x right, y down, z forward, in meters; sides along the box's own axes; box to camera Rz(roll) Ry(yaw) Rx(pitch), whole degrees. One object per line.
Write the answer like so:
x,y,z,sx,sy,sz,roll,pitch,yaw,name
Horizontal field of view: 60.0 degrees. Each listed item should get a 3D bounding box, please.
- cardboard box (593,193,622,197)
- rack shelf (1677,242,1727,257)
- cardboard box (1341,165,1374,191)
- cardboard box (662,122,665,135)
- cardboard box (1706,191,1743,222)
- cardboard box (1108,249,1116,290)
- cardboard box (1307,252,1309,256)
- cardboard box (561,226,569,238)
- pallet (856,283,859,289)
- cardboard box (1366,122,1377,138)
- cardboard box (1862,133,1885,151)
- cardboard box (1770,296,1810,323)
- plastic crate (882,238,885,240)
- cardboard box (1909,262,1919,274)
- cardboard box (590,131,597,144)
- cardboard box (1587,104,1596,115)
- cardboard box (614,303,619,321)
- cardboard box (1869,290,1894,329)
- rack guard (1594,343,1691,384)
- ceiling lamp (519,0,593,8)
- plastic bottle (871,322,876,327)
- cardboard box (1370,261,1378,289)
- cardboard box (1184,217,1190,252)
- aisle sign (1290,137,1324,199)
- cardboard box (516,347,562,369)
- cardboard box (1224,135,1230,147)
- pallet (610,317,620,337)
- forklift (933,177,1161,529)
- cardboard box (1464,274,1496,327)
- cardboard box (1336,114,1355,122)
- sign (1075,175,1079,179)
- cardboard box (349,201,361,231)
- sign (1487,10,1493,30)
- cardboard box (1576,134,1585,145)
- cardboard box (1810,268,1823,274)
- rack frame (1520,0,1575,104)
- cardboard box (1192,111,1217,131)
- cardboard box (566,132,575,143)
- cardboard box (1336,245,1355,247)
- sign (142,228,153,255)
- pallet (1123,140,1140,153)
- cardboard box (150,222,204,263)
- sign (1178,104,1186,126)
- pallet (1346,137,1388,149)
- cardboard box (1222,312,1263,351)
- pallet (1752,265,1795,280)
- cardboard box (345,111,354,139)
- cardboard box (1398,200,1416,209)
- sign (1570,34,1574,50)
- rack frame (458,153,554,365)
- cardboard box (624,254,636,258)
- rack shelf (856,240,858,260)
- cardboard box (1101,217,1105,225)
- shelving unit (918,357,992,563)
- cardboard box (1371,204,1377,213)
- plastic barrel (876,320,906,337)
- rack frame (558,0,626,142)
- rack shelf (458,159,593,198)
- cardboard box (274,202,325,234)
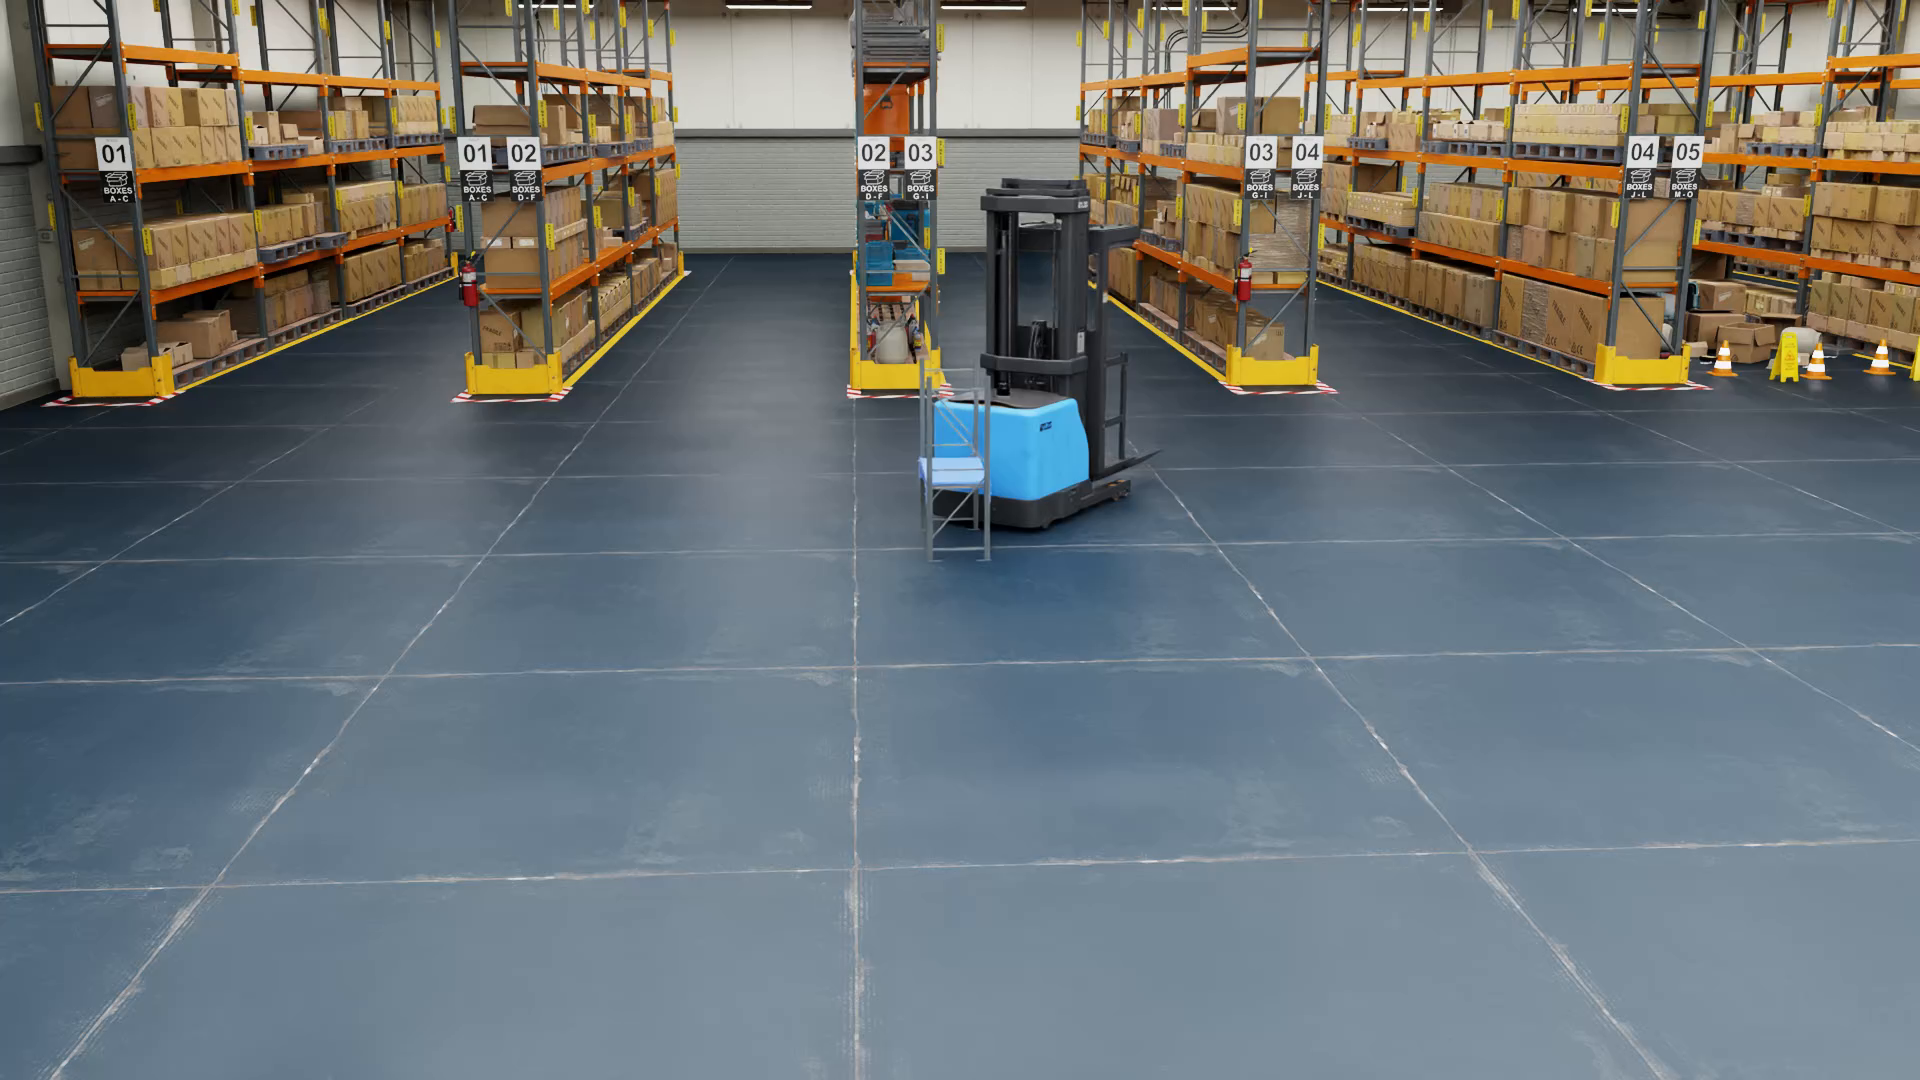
-6.571,-6.318,31.520,0.700,0.500,0.500,1,14,5,cardboard box
13.420,-5.817,32.059,1.077,0.370,4.000,-1,14,-3,rack shelf
8.063,-7.351,33.772,0.500,0.500,0.500,-1,14,-5,cardboard box
-6.348,-8.478,34.235,0.500,0.250,0.500,-1,14,-3,cardboard box
13.380,-5.819,28.982,0.500,0.500,0.500,0,14,-1,cardboard box
3.521,-5.303,32.040,1.225,0.875,0.875,-1,14,-5,cardboard box
7.851,-6.320,36.850,0.380,0.149,0.250,-1,14,-4,cardboard box
-5.660,-4.285,23.157,0.380,0.149,0.250,0,14,-2,cardboard box
-1.532,-4.891,32.610,1.003,0.211,1.213,-1,14,-3,pallet
8.207,-7.952,32.230,0.500,0.311,0.500,-1,14,-4,cardboard box
13.605,-5.831,24.353,0.500,0.250,0.500,-1,14,-3,cardboard box
13.757,-3.735,26.952,0.950,0.372,0.625,-1,14,-3,cardboard box
-1.432,-4.770,26.971,0.450,0.188,0.662,-1,14,-3,plastic crate
13.636,-3.836,23.418,0.380,0.149,0.250,-1,14,-2,cardboard box
-6.044,-6.428,26.429,0.500,0.250,0.500,-2,15,-8,cardboard box
8.698,-5.815,22.447,0.380,0.149,0.250,-1,14,-2,cardboard box
-5.860,-3.727,27.166,0.500,0.250,0.500,-1,14,-2,cardboard box
13.670,-3.364,24.252,0.500,0.500,0.500,-1,14,-5,cardboard box
9.107,-2.360,22.197,1.175,0.500,0.348,-1,14,-3,rack guard
-9.320,-13.714,37.554,2.000,3.185,0.800,-1,14,-3,ceiling lamp
-1.277,-3.094,24.625,0.097,0.271,0.097,0,14,0,plastic bottle
8.223,-5.105,32.020,0.500,0.500,0.500,-1,14,-2,cardboard box
3.867,-4.600,25.087,0.875,0.500,0.500,-1,14,-3,cardboard box
4.452,-4.774,21.343,0.394,0.787,0.004,-1,14,-3,aisle sign
-5.550,-2.382,21.940,0.500,0.250,0.500,-1,14,-3,cardboard box
3.755,-5.358,22.312,0.380,0.149,0.250,-1,14,-3,cardboard box
-6.150,-3.505,27.224,1.003,0.211,1.213,-1,14,-3,pallet
0.949,-1.831,15.262,1.130,2.935,3.031,9,17,30,forklift
8.729,-3.839,26.598,1.050,0.750,0.750,-1,14,-4,cardboard box
7.997,-8.709,34.334,0.380,0.149,0.250,-1,15,-6,cardboard box
2.603,-7.955,37.029,0.100,0.325,0.005,-1,14,-3,sign
-10.976,-5.743,29.490,0.500,0.500,0.500,0,14,-2,cardboard box
9.163,-9.011,28.795,0.100,0.325,0.005,-1,14,-3,sign
8.683,-5.490,22.787,0.380,0.149,0.250,-1,14,-4,cardboard box
17.922,-5.697,35.028,0.380,0.149,0.250,-1,14,-5,cardboard box
13.048,-10.563,37.022,1.000,3.000,0.127,-1,14,-3,rack frame
3.970,-6.345,25.597,0.797,0.503,0.637,-2,15,-6,cardboard box
-5.639,-5.675,23.423,0.380,0.149,0.250,-1,14,-3,cardboard box
8.501,-6.413,36.618,0.380,0.149,0.250,-1,14,-5,cardboard box
-10.141,-3.724,20.742,0.100,0.325,0.005,-1,14,-3,sign
3.560,-7.036,29.711,1.213,0.211,1.003,0,14,-1,pallet
-10.459,-3.971,22.198,0.500,0.500,0.500,-1,14,-5,cardboard box
3.347,-6.405,25.051,0.100,0.325,0.005,-1,14,-3,sign
8.294,-7.768,32.555,1.213,0.211,1.003,-1,14,-3,pallet
4.035,-2.978,23.755,0.500,0.500,0.500,0,14,2,cardboard box
18.130,-5.865,36.398,1.003,0.211,1.213,-1,14,-3,pallet
-11.416,-7.511,30.096,0.700,0.500,0.500,-1,14,-3,cardboard box
8.122,-6.051,29.993,0.380,0.149,0.250,-1,15,-6,cardboard box
13.591,-11.059,36.914,0.100,0.325,0.005,-1,14,-3,sign
-5.739,-3.374,21.118,1.000,3.000,0.127,-1,14,-3,rack frame
-6.801,-5.498,33.508,0.500,0.500,0.500,-1,14,-3,cardboard box
-1.167,-4.593,27.301,1.077,0.370,4.000,-1,14,-3,rack shelf
3.059,-6.459,33.615,0.380,0.149,0.250,-1,14,-3,cardboard box
-0.053,-0.677,13.649,0.538,1.500,1.048,-1,14,-4,shelving unit
8.026,-6.293,31.530,0.380,0.149,0.250,-1,14,-5,cardboard box
-0.943,-2.735,22.786,0.421,0.512,0.421,0,14,0,plastic barrel
-6.235,-8.269,28.104,1.000,3.000,0.127,-1,14,-3,rack frame
-5.863,-4.975,22.767,1.077,0.370,4.000,-1,14,-3,rack shelf
-11.140,-5.431,28.029,0.700,0.500,0.500,-3,15,-10,cardboard box
